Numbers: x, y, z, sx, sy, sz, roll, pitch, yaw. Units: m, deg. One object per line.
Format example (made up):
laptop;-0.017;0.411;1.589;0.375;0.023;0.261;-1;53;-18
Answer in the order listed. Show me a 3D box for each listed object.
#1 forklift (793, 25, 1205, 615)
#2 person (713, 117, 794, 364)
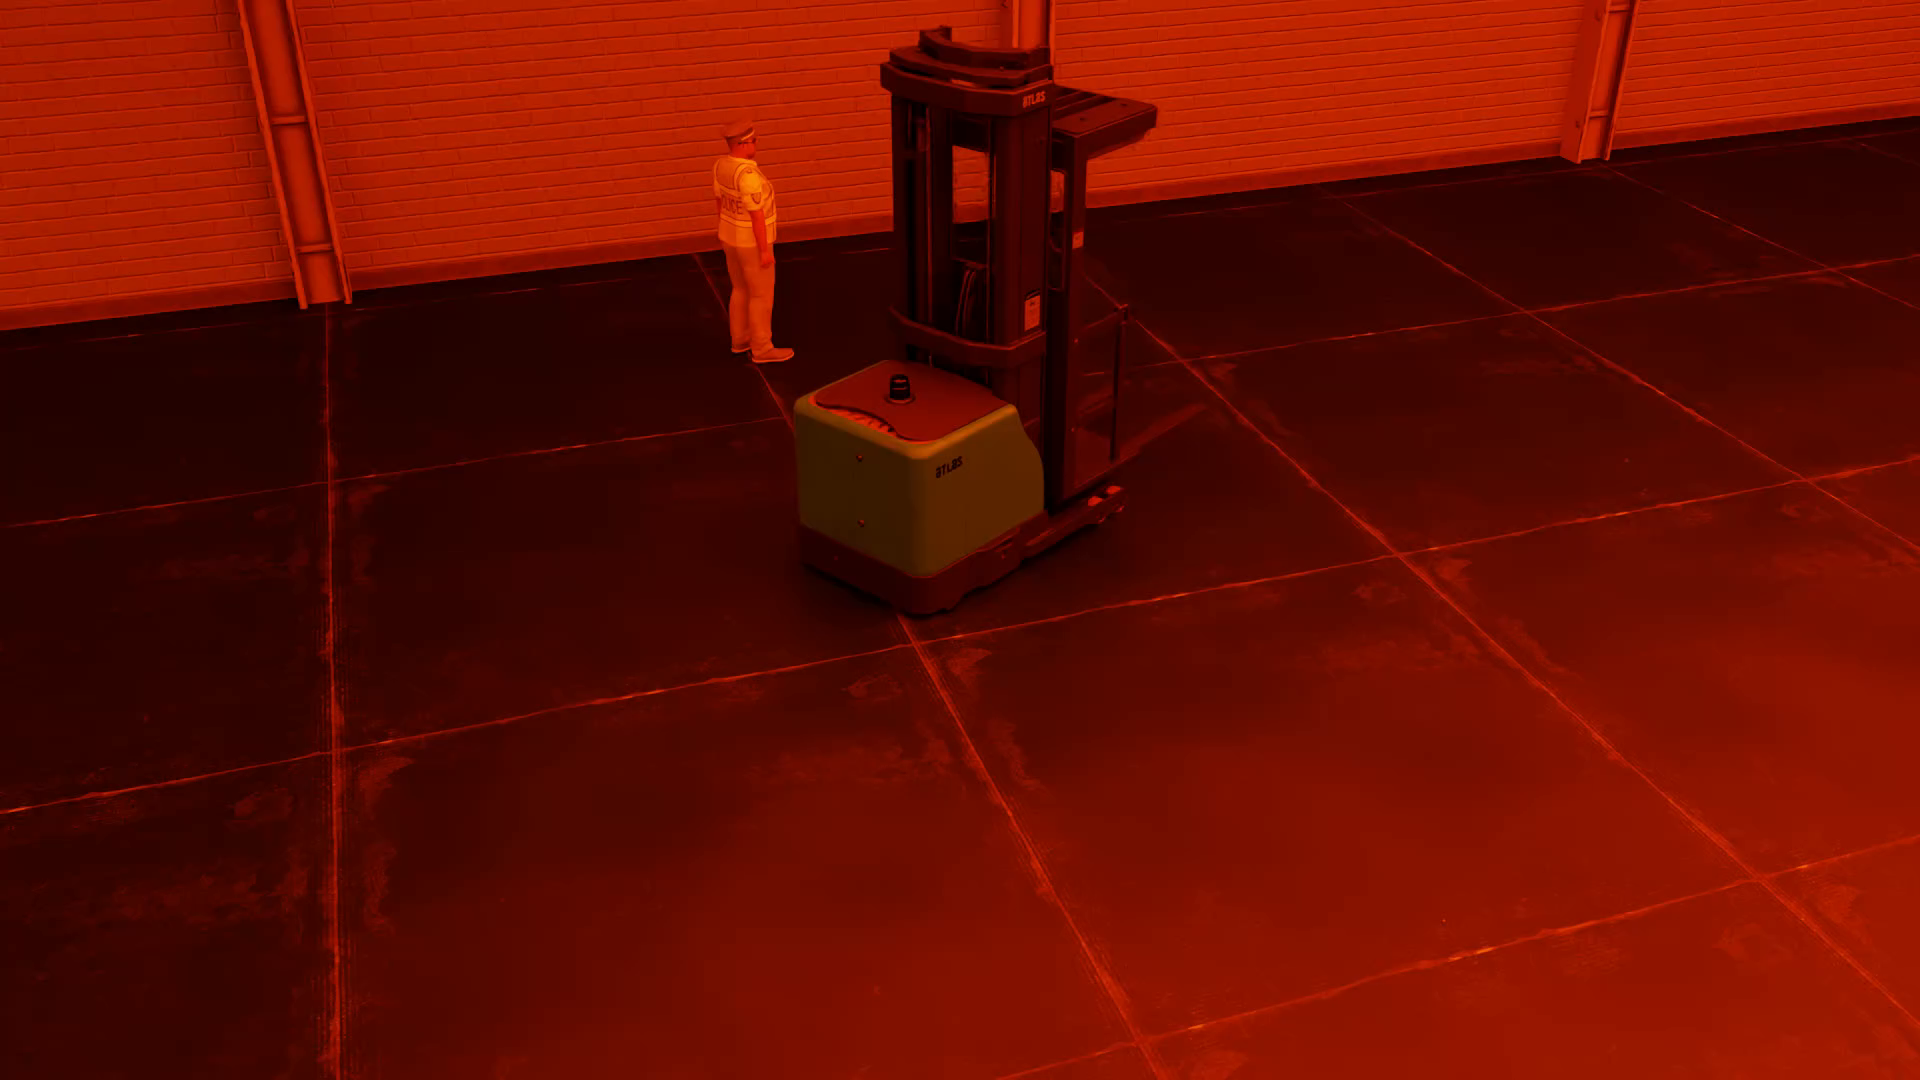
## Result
forklift;0.399;-1.515;9.719;1.130;2.935;3.031;23;37;35
person;-1.519;-2.162;12.010;0.395;1.773;0.530;-22;36;-33
